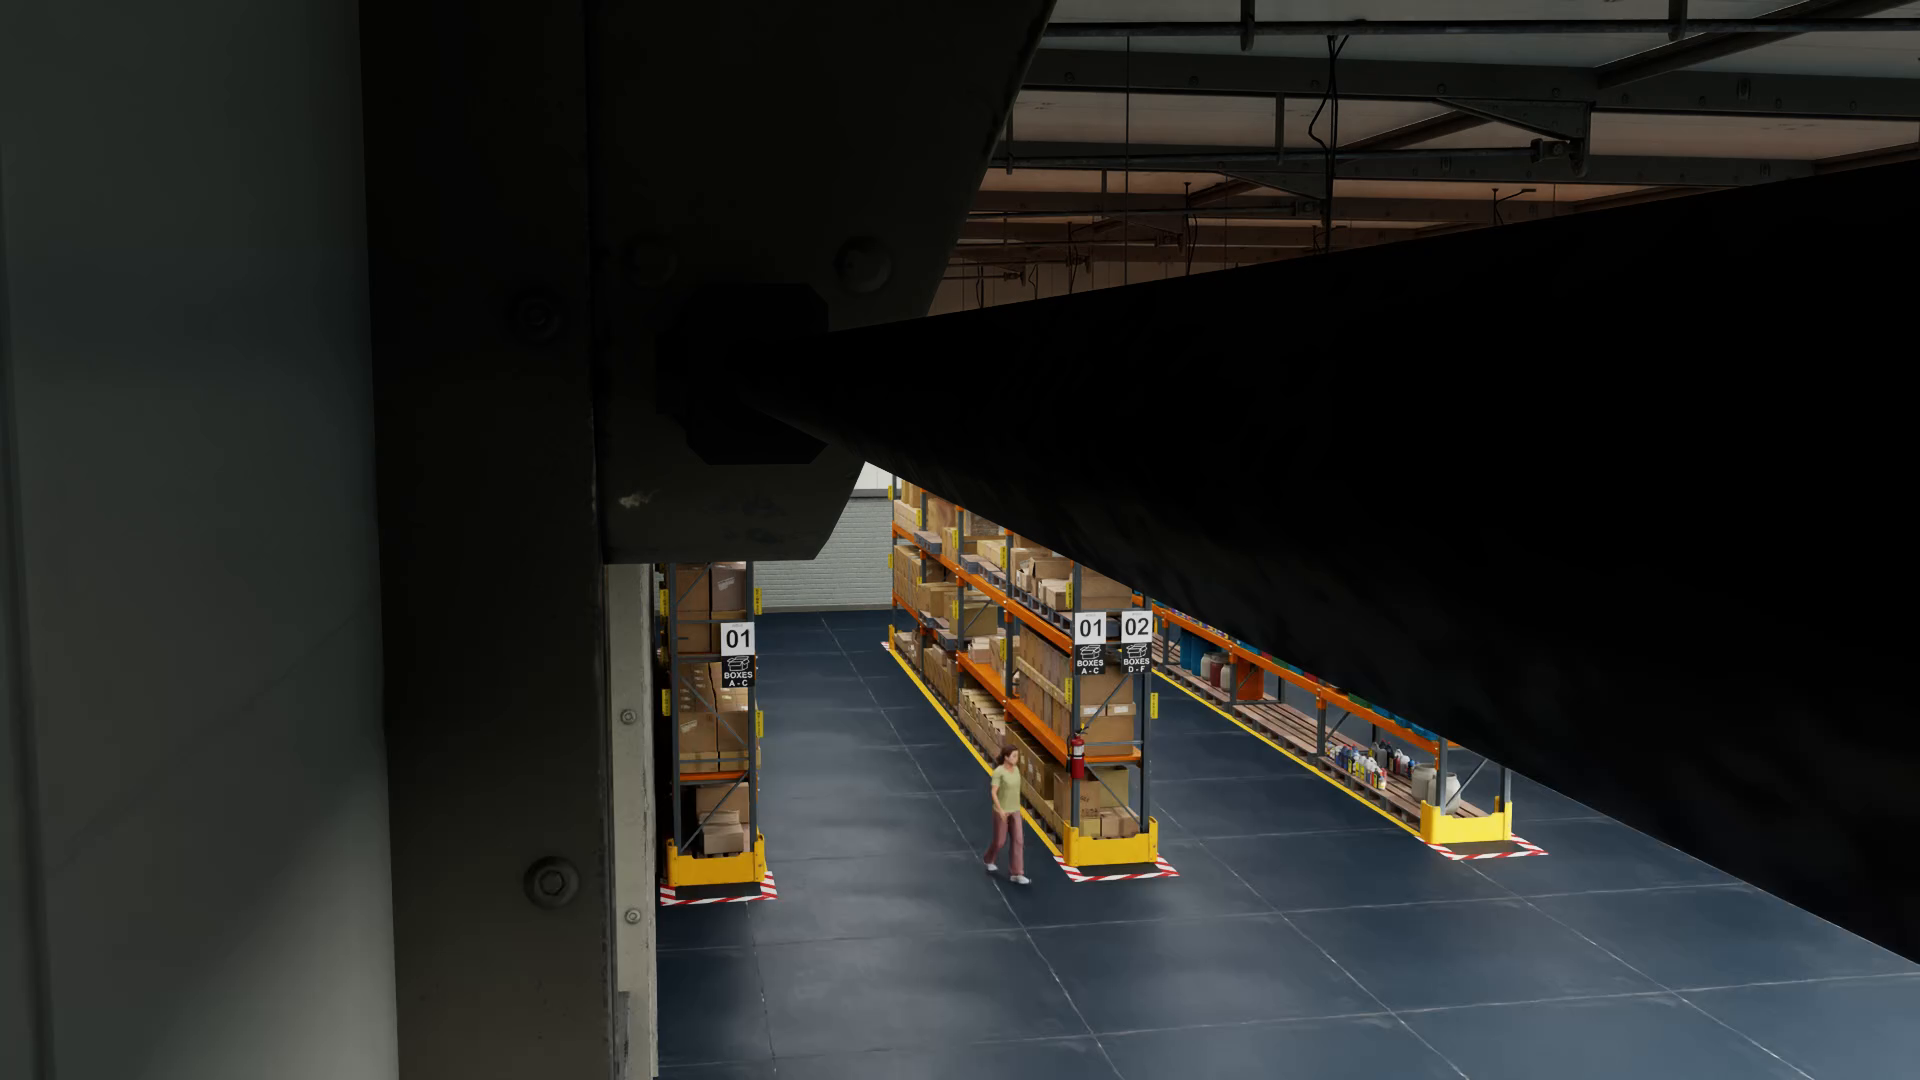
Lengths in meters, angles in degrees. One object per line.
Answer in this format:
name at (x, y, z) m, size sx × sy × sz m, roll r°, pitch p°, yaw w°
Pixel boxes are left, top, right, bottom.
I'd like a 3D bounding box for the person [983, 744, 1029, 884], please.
person at (0.610, 3.320, 20.314) m, size 0.518 × 1.627 × 0.864 m, roll -5°, pitch 8°, yaw -39°
